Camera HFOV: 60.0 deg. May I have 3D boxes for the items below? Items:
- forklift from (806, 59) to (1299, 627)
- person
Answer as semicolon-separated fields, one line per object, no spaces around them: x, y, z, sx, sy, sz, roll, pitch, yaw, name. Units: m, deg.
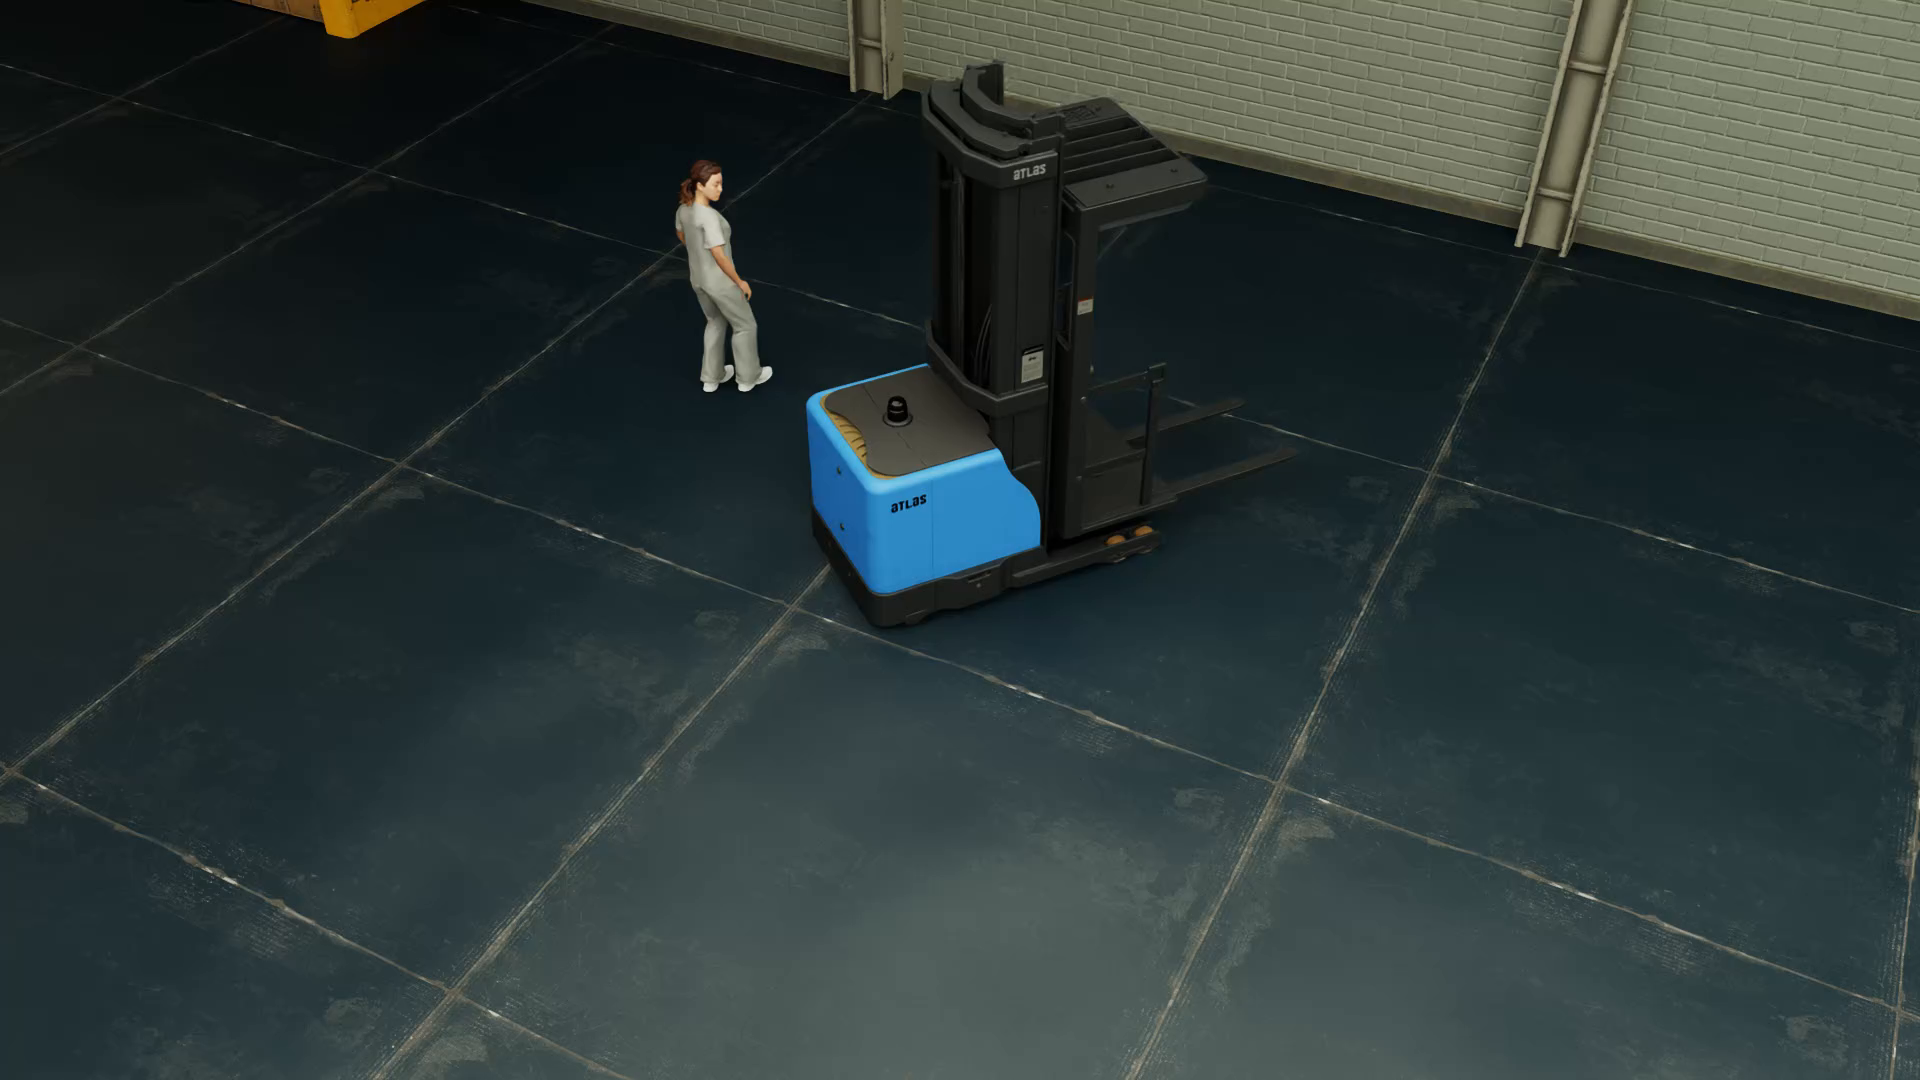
0.653;-1.274;9.499;3.031;2.935;1.130;-17;43;-20;forklift
-1.578;-1.750;11.059;0.482;1.653;0.646;-32;50;-32;person
